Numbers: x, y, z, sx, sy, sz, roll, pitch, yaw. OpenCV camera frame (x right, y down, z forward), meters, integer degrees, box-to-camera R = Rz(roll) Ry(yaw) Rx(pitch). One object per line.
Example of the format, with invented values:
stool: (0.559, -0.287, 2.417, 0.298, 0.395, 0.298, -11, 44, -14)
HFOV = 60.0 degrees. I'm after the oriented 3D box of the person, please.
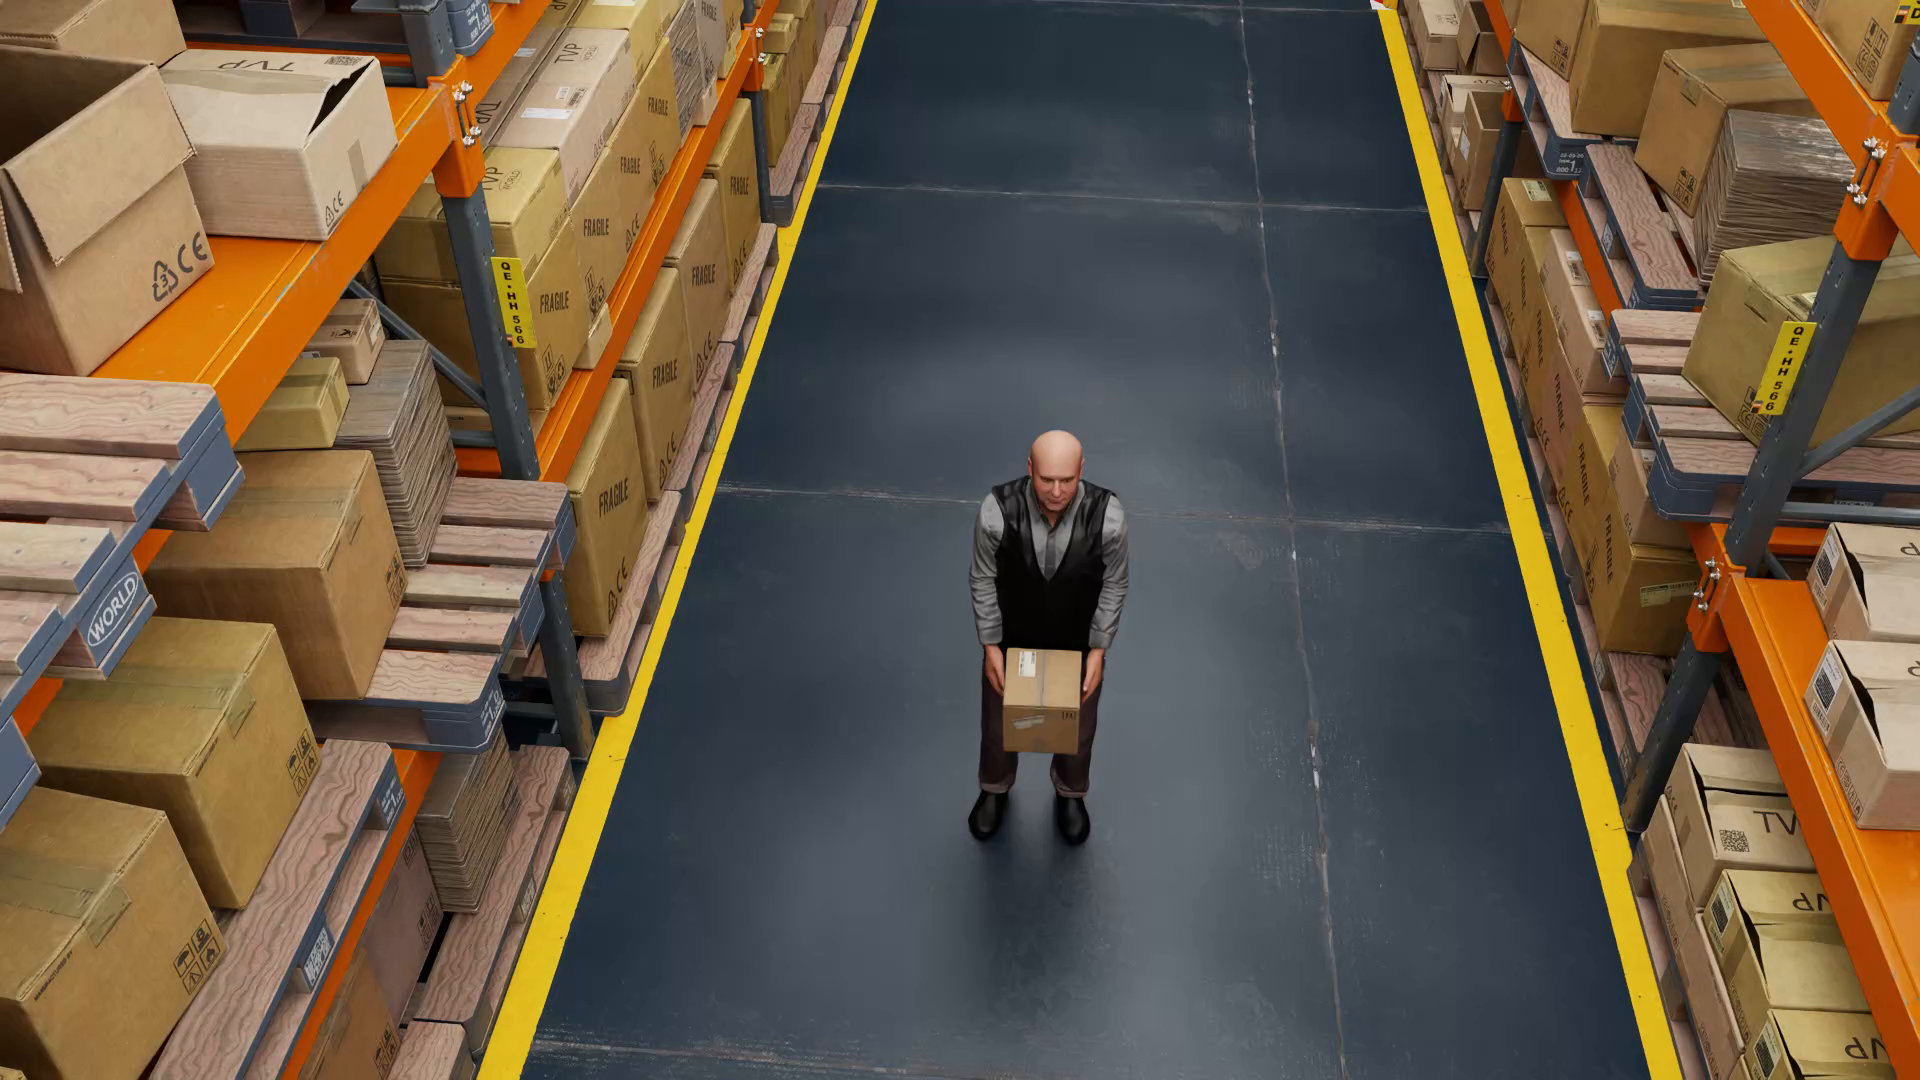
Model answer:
person: (0.298, 0.357, 5.742, 0.544, 1.728, 0.482, 3, 40, 3)
